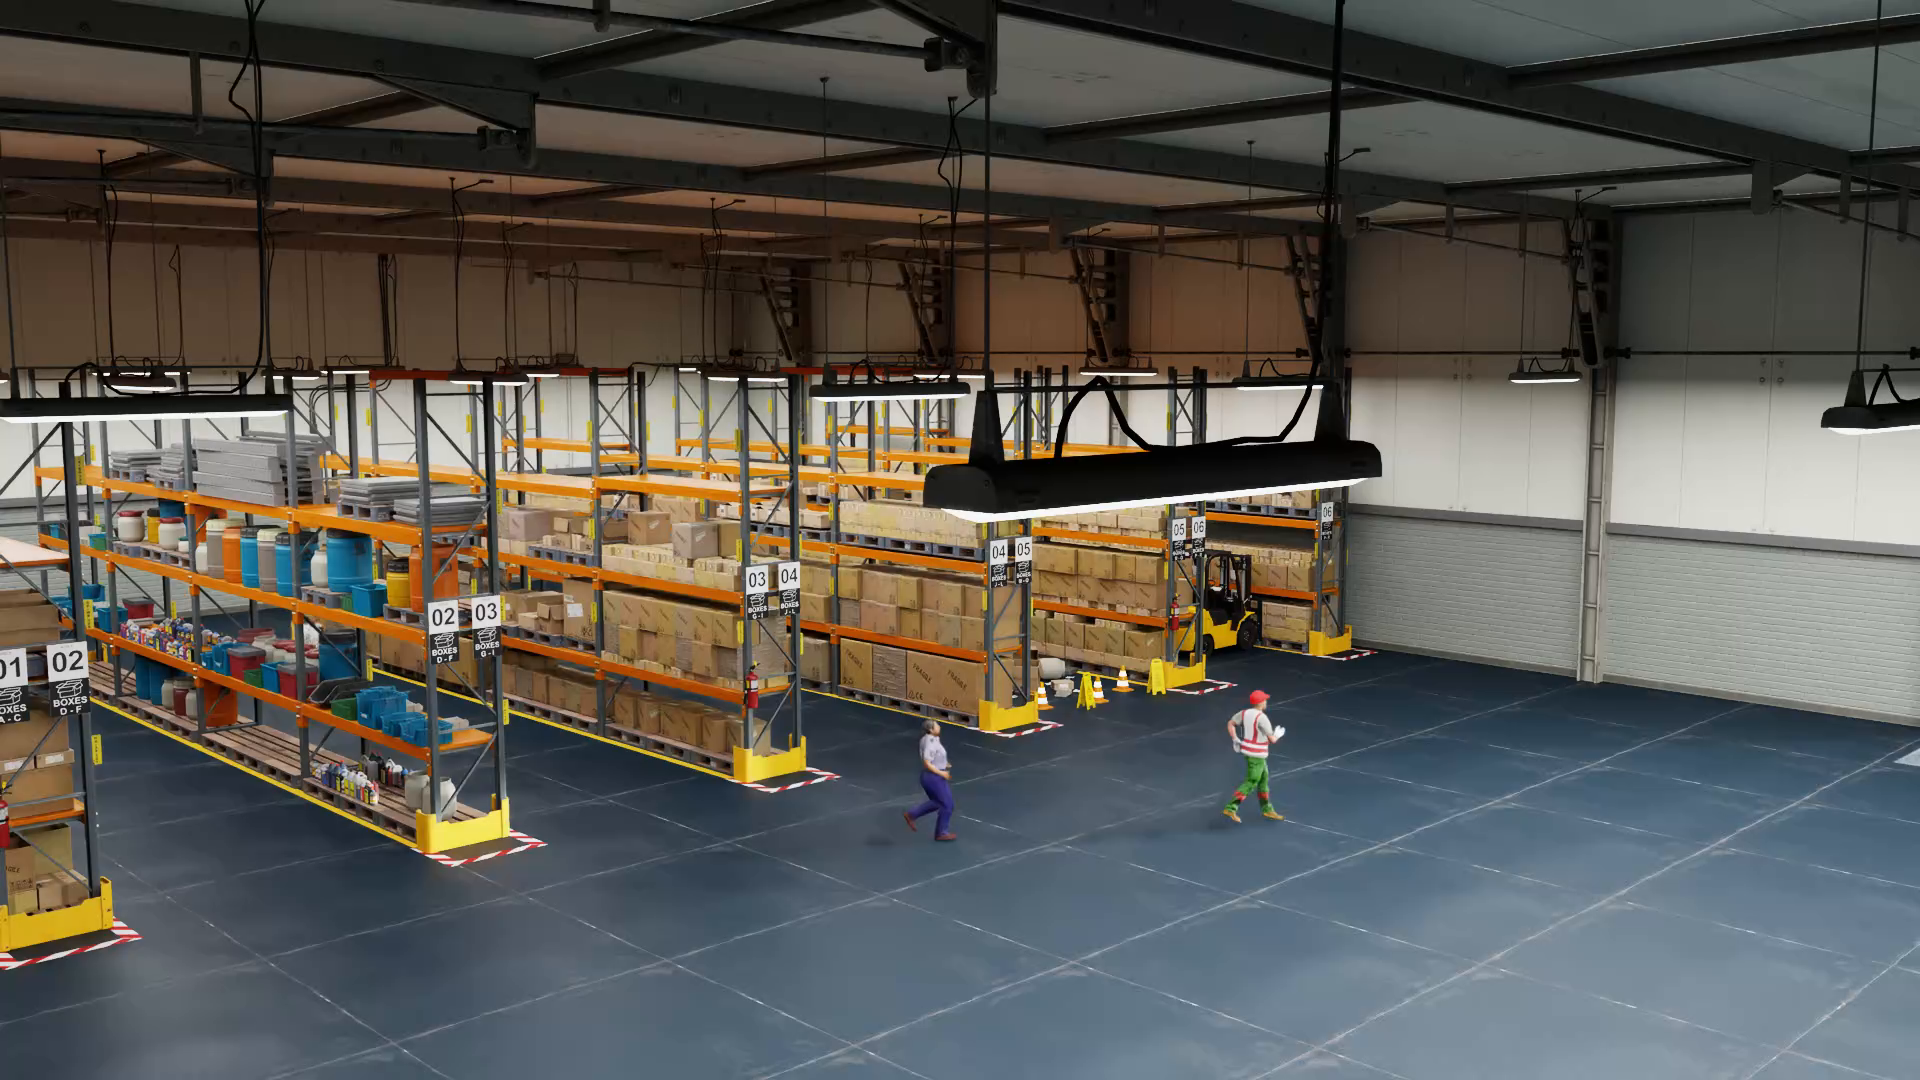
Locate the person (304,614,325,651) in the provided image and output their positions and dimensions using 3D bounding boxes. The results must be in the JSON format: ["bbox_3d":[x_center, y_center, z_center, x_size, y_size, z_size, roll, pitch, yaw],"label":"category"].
[{"bbox_3d":[-11.776,2.093,30.418,0.557,1.621,0.598,4,8,34],"label":"person"}]

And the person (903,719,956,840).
[{"bbox_3d":[-0.386,3.112,21.574,0.687,1.589,0.613,-1,7,-12],"label":"person"}]

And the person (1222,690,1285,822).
[{"bbox_3d":[3.931,2.901,22.262,0.964,1.800,0.659,-2,7,-19],"label":"person"}]
